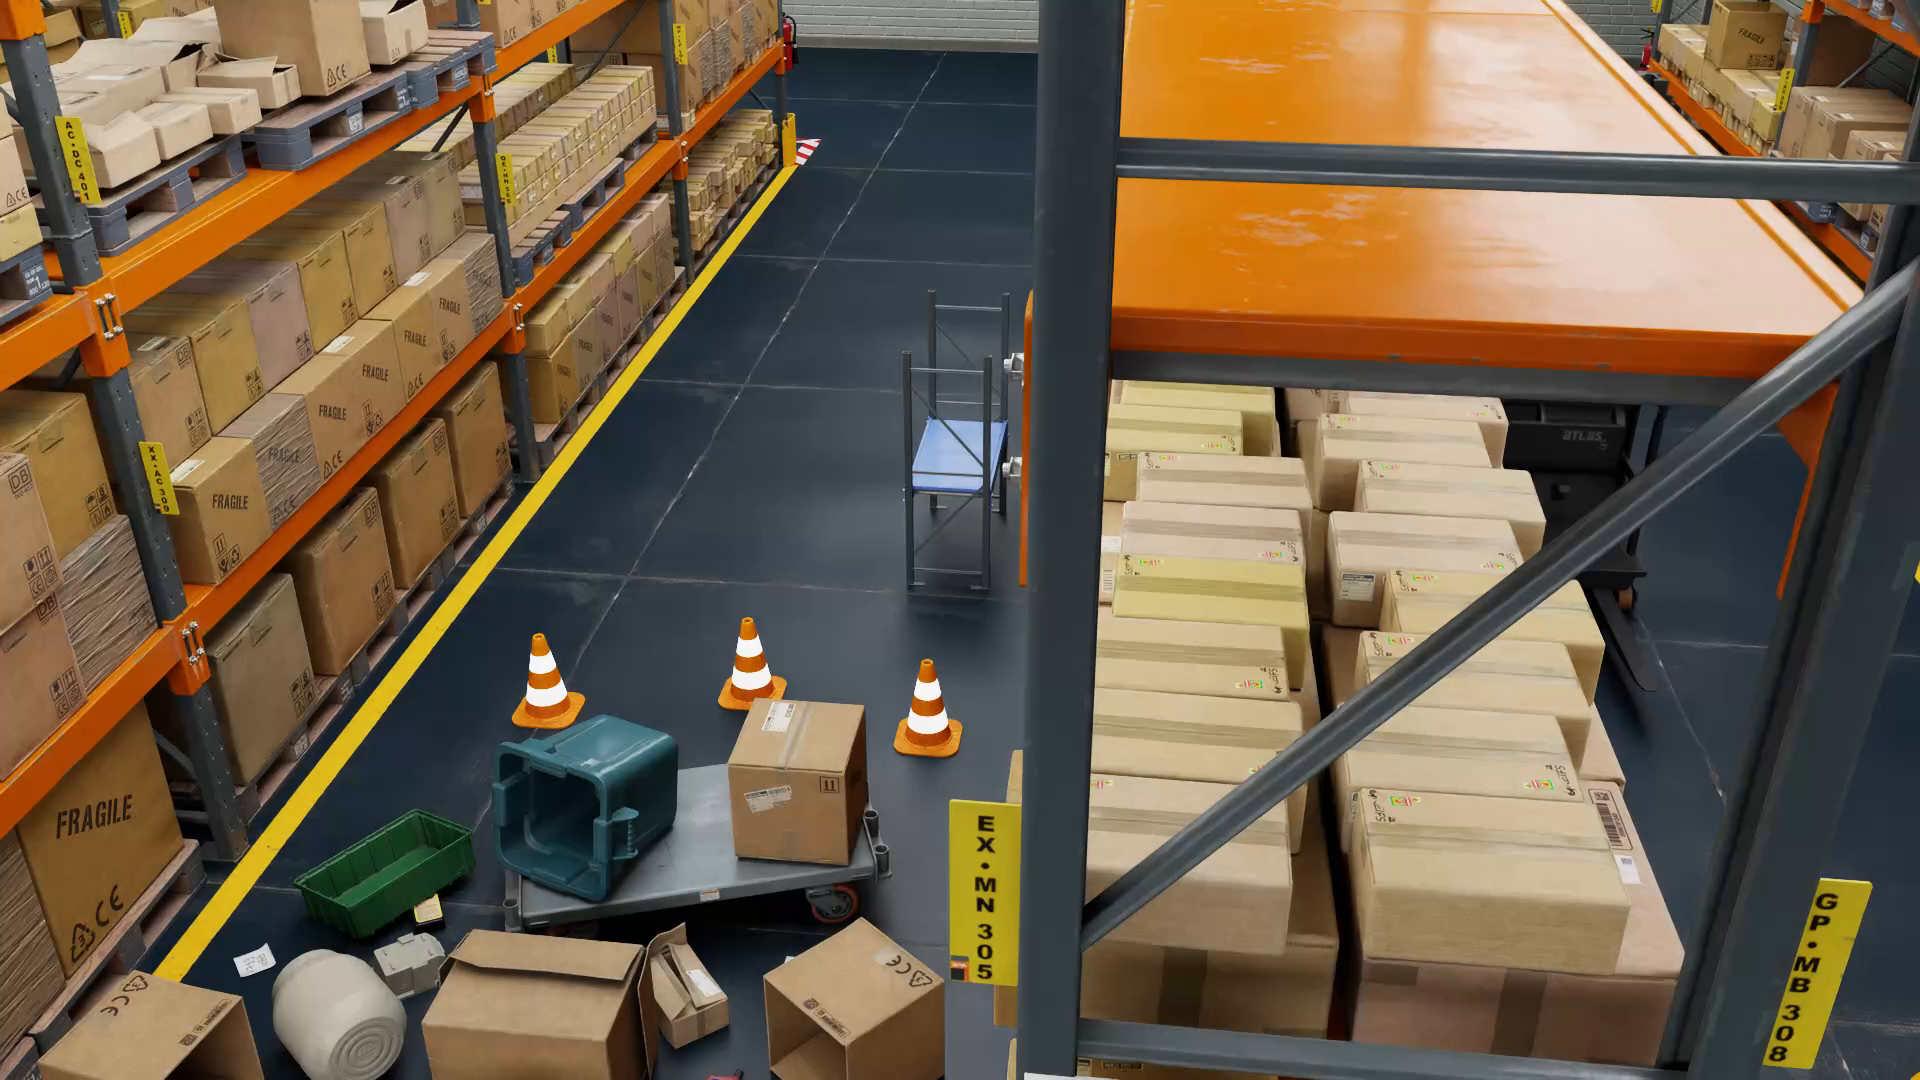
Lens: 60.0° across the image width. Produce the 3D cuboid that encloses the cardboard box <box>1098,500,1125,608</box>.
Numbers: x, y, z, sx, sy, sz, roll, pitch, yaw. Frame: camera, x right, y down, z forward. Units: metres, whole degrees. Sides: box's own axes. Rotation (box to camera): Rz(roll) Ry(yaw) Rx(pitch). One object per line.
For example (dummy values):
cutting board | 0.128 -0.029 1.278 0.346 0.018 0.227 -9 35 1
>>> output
cardboard box | 0.501 0.131 3.817 0.500 0.250 0.500 4 29 8

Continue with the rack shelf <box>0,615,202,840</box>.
rack shelf | -4.096 1.390 5.558 1.077 0.370 4.000 3 28 6

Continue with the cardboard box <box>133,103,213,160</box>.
cardboard box | -3.478 -1.781 7.239 0.250 0.149 0.380 3 28 6

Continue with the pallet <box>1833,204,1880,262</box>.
pallet | 6.724 -2.056 11.397 1.003 0.211 1.213 3 28 6

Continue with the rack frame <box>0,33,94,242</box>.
rack frame | -3.851 -2.509 5.712 1.000 3.000 0.127 3 28 6

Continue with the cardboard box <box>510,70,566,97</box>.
cardboard box | -3.404 -3.680 13.405 0.380 0.149 0.250 4 29 8

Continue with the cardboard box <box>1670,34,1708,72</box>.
cardboard box | 7.086 -4.620 15.799 0.500 0.250 0.500 4 29 7

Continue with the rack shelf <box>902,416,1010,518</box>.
rack shelf | -0.010 -0.462 10.197 0.538 0.185 1.000 3 28 6

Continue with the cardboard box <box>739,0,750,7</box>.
cardboard box | -2.307 -5.418 15.964 0.500 0.500 0.500 5 29 9

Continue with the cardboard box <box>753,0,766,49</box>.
cardboard box | -2.249 -5.223 16.656 0.500 0.500 0.500 3 28 5

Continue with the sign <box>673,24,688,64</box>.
sign | -2.320 -4.113 13.794 0.100 0.325 0.005 3 28 6

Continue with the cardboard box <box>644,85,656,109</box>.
cardboard box | -2.724 -3.640 13.645 0.380 0.149 0.250 4 29 8

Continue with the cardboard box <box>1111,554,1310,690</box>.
cardboard box | 0.497 0.161 3.343 0.380 0.149 0.250 4 29 7

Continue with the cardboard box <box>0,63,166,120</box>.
cardboard box | -3.918 -1.946 7.438 0.500 0.250 0.500 3 28 6

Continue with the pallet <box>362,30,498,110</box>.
pallet | -3.387 -2.682 9.395 1.213 0.211 1.003 5 29 9

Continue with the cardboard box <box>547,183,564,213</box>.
cardboard box | -3.009 -2.405 11.665 0.380 0.149 0.250 5 29 9

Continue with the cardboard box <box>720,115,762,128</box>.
cardboard box | -2.282 -4.330 17.352 0.380 0.149 0.250 4 29 7

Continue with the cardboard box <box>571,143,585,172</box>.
cardboard box | -2.946 -2.779 12.045 0.380 0.149 0.250 3 28 6

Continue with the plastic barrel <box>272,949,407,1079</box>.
plastic barrel | -2.468 1.889 6.589 0.421 0.421 0.512 -24 36 -37

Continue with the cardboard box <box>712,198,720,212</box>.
cardboard box | -2.516 -3.213 15.906 0.380 0.149 0.250 2 28 4

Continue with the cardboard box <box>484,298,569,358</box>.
cardboard box | -3.036 -1.476 11.522 0.500 0.250 0.500 2 28 4

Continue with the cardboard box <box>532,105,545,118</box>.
cardboard box | -3.468 -3.315 13.040 0.380 0.149 0.250 2 28 4

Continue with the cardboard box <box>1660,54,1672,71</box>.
cardboard box | 7.158 -4.741 16.444 0.380 0.149 0.250 3 28 6

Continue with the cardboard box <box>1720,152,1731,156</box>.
cardboard box | 7.159 -3.392 15.868 0.700 0.500 0.500 4 29 8

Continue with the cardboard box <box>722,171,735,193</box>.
cardboard box | -2.386 -3.458 16.048 0.380 0.149 0.250 3 28 6

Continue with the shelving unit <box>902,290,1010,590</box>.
shelving unit | -0.010 -0.620 10.112 0.538 1.500 1.048 3 28 6

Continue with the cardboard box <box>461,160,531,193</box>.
cardboard box | -3.082 -2.420 11.067 0.380 0.149 0.250 3 28 5

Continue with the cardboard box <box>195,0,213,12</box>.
cardboard box | -7.342 -5.052 15.811 0.500 0.500 0.500 2 28 5

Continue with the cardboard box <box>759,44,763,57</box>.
cardboard box | -2.224 -5.003 16.930 0.380 0.149 0.250 3 28 6

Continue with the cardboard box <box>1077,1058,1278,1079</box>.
cardboard box | 0.350 0.860 2.884 0.380 0.149 0.250 3 29 6

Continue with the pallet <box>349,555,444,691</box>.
pallet | -3.685 0.416 9.548 1.003 0.211 1.213 3 28 6

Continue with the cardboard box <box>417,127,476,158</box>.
cardboard box | -3.627 -2.825 11.818 0.380 0.149 0.250 3 28 6

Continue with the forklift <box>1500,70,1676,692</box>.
forklift | 3.415 -1.041 9.384 1.130 2.935 3.031 2 28 5

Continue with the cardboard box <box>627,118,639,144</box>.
cardboard box | -2.787 -3.270 13.272 0.380 0.149 0.250 3 28 6

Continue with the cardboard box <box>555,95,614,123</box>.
cardboard box | -2.858 -3.283 12.668 0.380 0.149 0.250 2 28 5

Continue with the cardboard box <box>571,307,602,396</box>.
cardboard box | -2.963 -1.391 12.153 0.500 0.500 0.500 4 29 7

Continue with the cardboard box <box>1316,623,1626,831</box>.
cardboard box | 0.981 0.411 3.298 0.500 0.250 0.500 3 28 5

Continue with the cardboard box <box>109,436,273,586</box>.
cardboard box | -3.520 -0.144 7.542 0.500 0.500 0.500 4 29 7

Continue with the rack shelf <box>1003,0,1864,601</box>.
rack shelf | 0.829 -1.010 3.690 1.077 0.370 4.000 3 28 6

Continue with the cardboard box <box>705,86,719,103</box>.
cardboard box | -2.438 -4.135 15.319 0.380 0.149 0.250 4 29 7

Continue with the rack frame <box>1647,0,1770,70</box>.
rack frame | 7.471 -4.990 16.642 1.000 3.000 0.127 3 28 6

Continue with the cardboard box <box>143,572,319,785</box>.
cardboard box | -3.865 0.640 8.121 1.050 0.750 0.750 3 28 6

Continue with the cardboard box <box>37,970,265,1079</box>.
cardboard box | -3.023 2.021 6.260 0.500 0.500 0.500 8 29 15

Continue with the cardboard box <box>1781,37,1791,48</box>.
cardboard box | 7.614 -4.580 15.726 0.500 0.250 0.500 3 29 6

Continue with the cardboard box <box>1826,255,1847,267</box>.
cardboard box | 6.695 -2.067 12.726 0.380 0.149 0.250 2 28 4

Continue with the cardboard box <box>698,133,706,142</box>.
cardboard box | -2.803 -4.112 16.948 0.380 0.149 0.250 2 28 4

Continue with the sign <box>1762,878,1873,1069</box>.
sign | 1.122 0.581 2.217 0.100 0.325 0.005 3 28 6

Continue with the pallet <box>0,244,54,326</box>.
pallet | -3.962 -0.765 5.731 1.003 0.211 1.213 3 28 6

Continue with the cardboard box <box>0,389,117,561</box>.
cardboard box | -3.931 -0.238 6.525 0.875 0.550 0.550 3 28 6

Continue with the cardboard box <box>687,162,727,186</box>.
cardboard box | -2.427 -3.463 15.743 0.380 0.149 0.250 4 29 7

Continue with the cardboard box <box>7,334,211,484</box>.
cardboard box | -3.796 -0.587 7.309 0.700 0.500 0.500 3 28 5

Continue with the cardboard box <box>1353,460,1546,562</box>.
cardboard box | 1.090 -0.050 3.733 0.380 0.149 0.250 4 29 8

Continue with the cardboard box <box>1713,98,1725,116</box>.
cardboard box | 6.976 -3.887 14.859 0.380 0.149 0.250 3 28 6
